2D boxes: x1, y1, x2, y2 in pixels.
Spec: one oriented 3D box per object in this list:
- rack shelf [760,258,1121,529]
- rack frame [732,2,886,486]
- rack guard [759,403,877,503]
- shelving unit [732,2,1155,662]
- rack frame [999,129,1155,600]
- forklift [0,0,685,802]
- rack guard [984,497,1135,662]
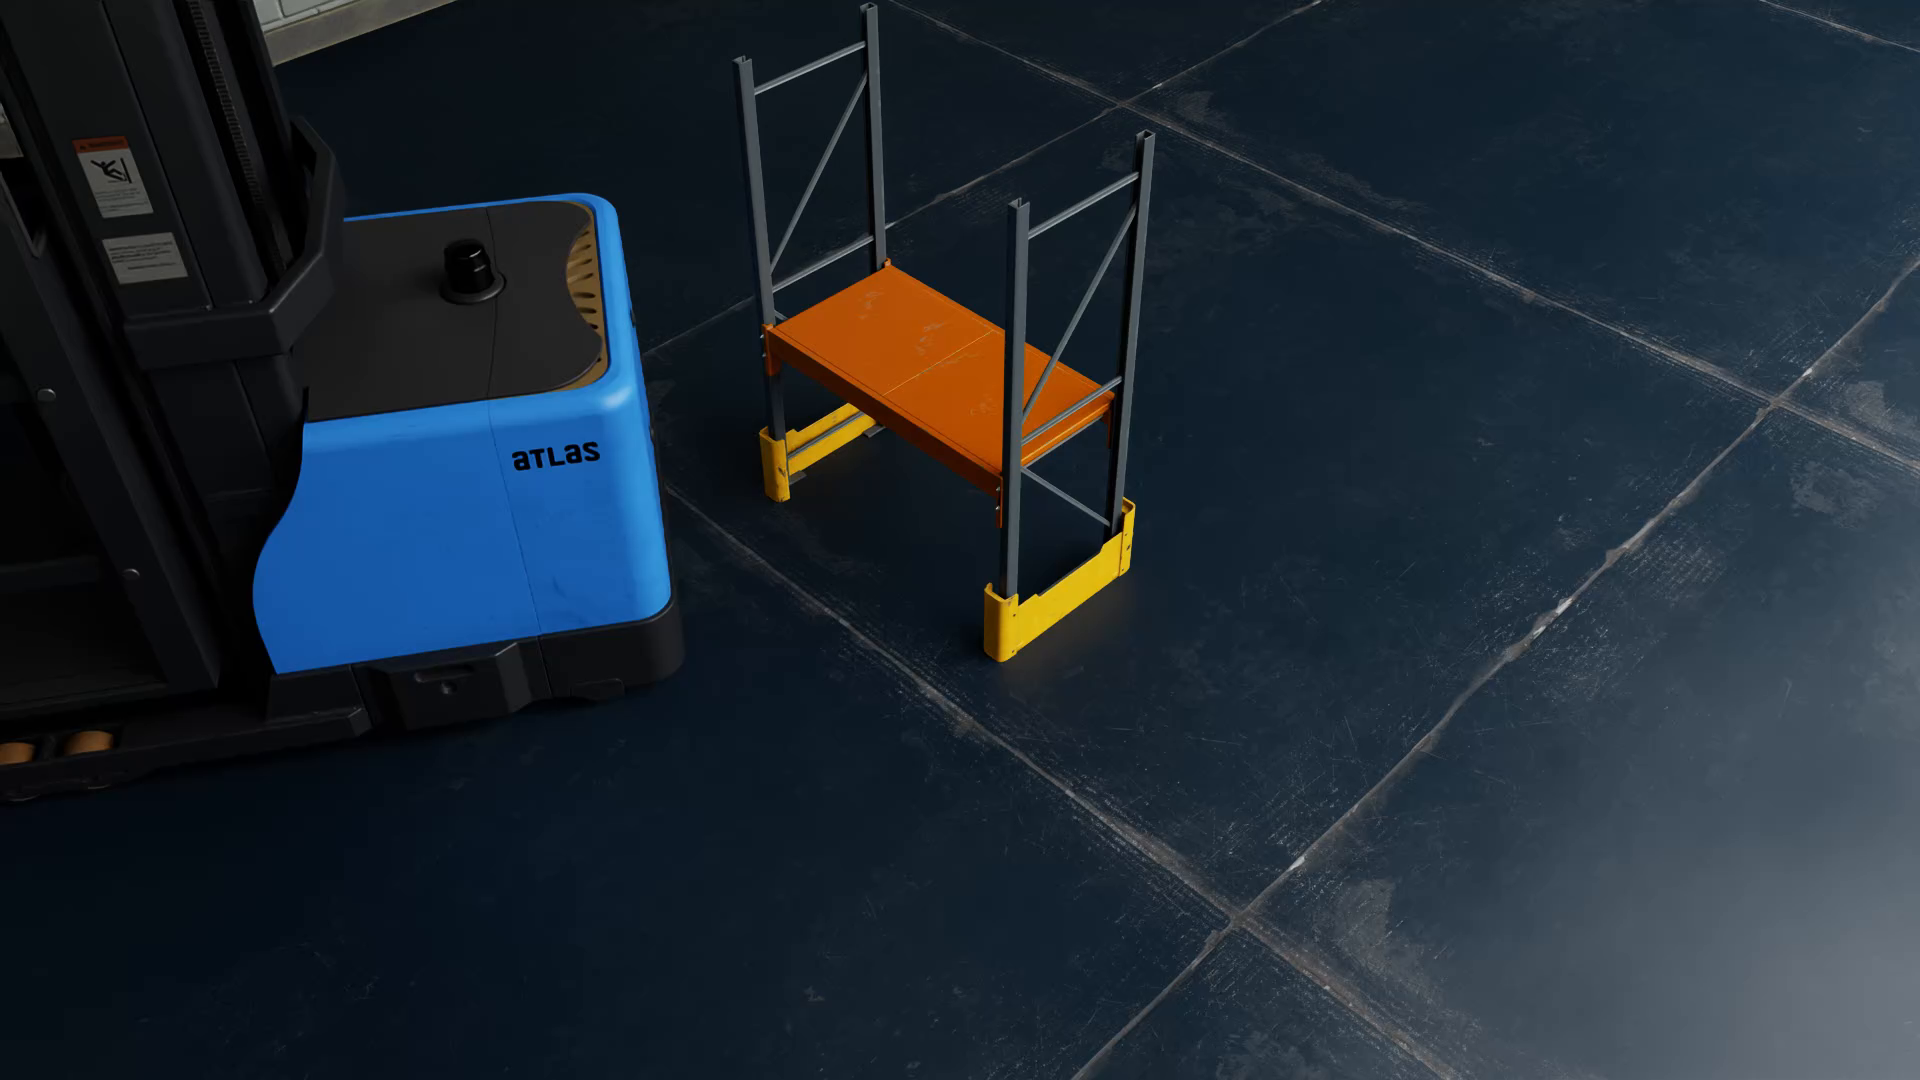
[{"bbox_3d":[-0.060,-0.460,4.907,0.538,0.185,1.000,-34,53,-31],"label":"rack shelf"},{"bbox_3d":[-0.419,-0.836,5.050,0.500,1.500,0.032,-34,53,-31],"label":"rack frame"},{"bbox_3d":[-0.406,-0.368,5.464,0.587,0.250,0.087,-34,53,-31],"label":"rack guard"},{"bbox_3d":[-0.054,-0.587,4.781,0.587,1.500,1.083,-34,53,-31],"label":"shelving unit"},{"bbox_3d":[0.299,-0.348,4.521,0.500,1.500,0.032,-34,53,-31],"label":"rack frame"},{"bbox_3d":[-2.362,-0.766,3.919,3.031,2.935,1.130,-8,43,-9],"label":"forklift"},{"bbox_3d":[0.298,0.111,4.946,0.587,0.250,0.087,-34,53,-31],"label":"rack guard"}]
